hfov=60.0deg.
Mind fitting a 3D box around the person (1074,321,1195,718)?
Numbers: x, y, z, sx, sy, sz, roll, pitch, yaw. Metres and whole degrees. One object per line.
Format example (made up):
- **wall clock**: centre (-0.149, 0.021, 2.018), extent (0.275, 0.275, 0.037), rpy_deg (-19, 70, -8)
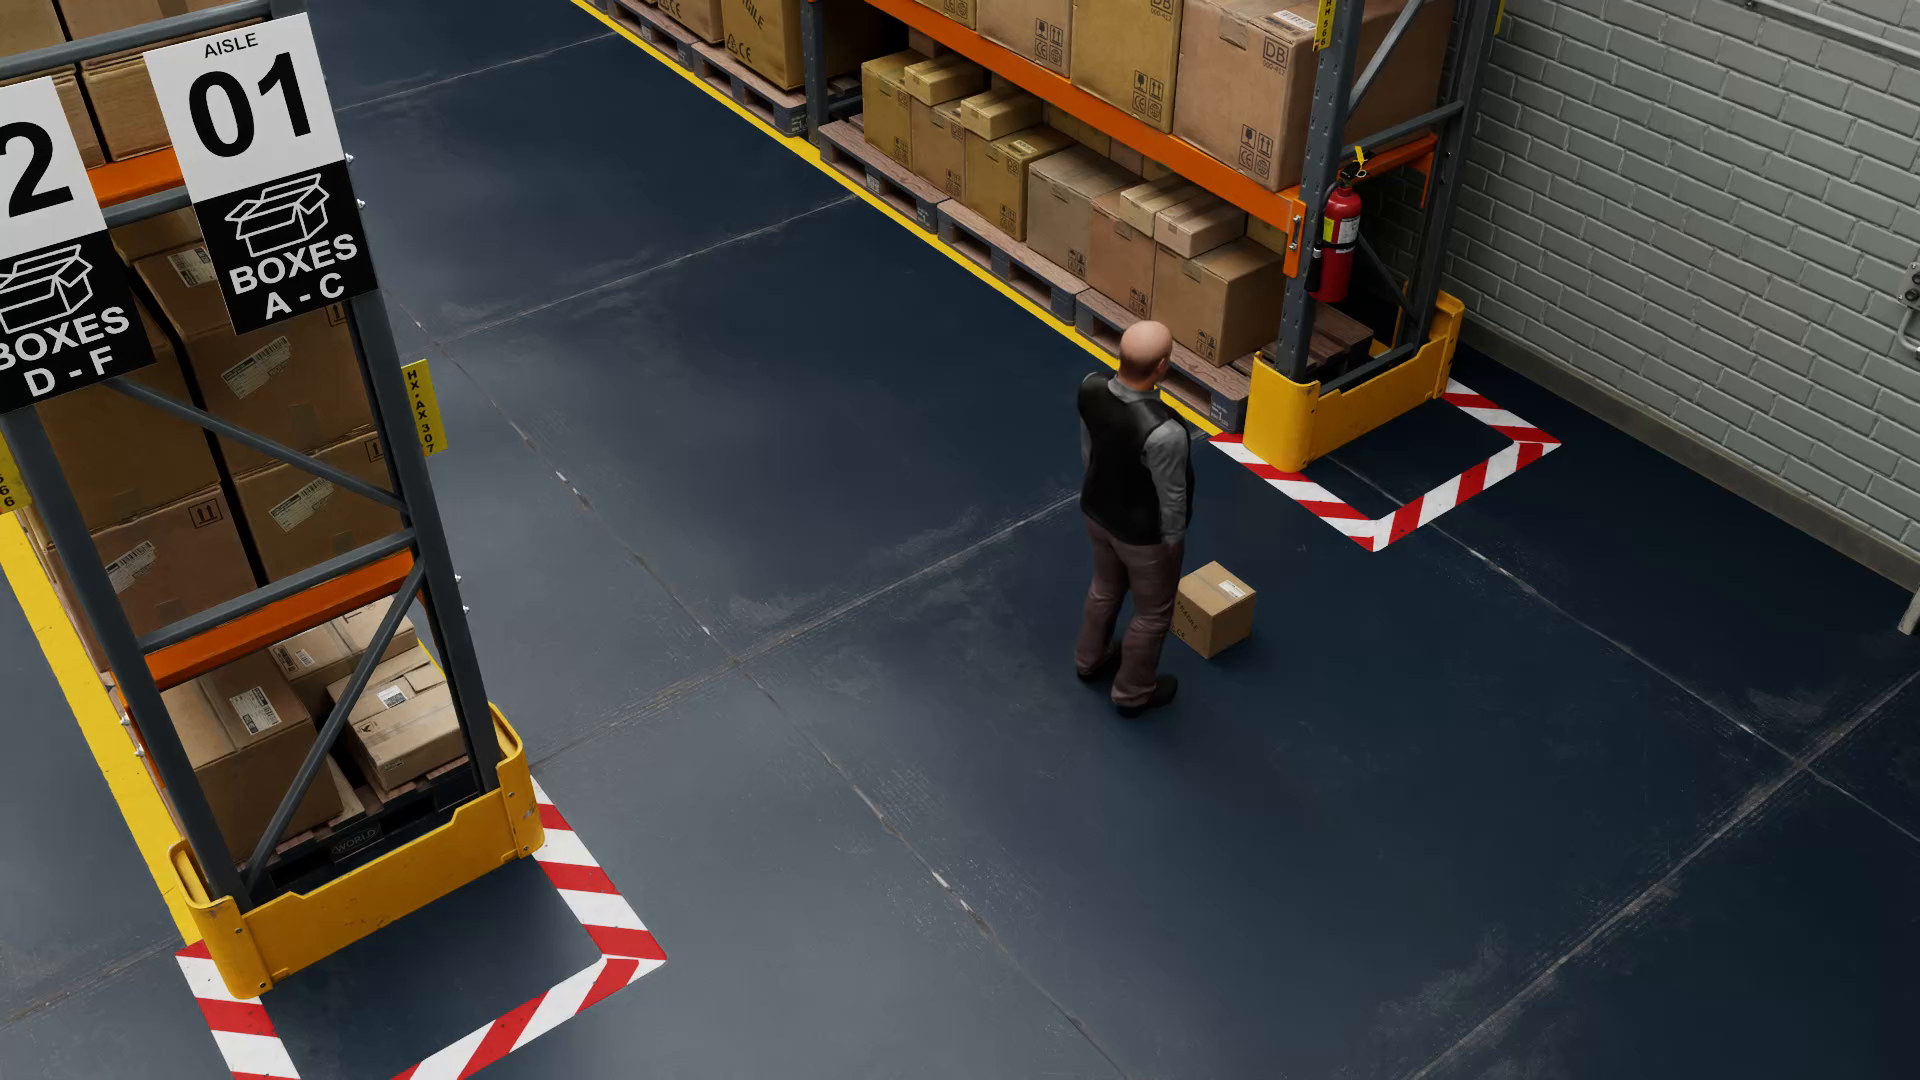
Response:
- **person**: centre (0.649, -0.085, 6.286), extent (0.357, 1.714, 0.533), rpy_deg (-25, 46, -27)
